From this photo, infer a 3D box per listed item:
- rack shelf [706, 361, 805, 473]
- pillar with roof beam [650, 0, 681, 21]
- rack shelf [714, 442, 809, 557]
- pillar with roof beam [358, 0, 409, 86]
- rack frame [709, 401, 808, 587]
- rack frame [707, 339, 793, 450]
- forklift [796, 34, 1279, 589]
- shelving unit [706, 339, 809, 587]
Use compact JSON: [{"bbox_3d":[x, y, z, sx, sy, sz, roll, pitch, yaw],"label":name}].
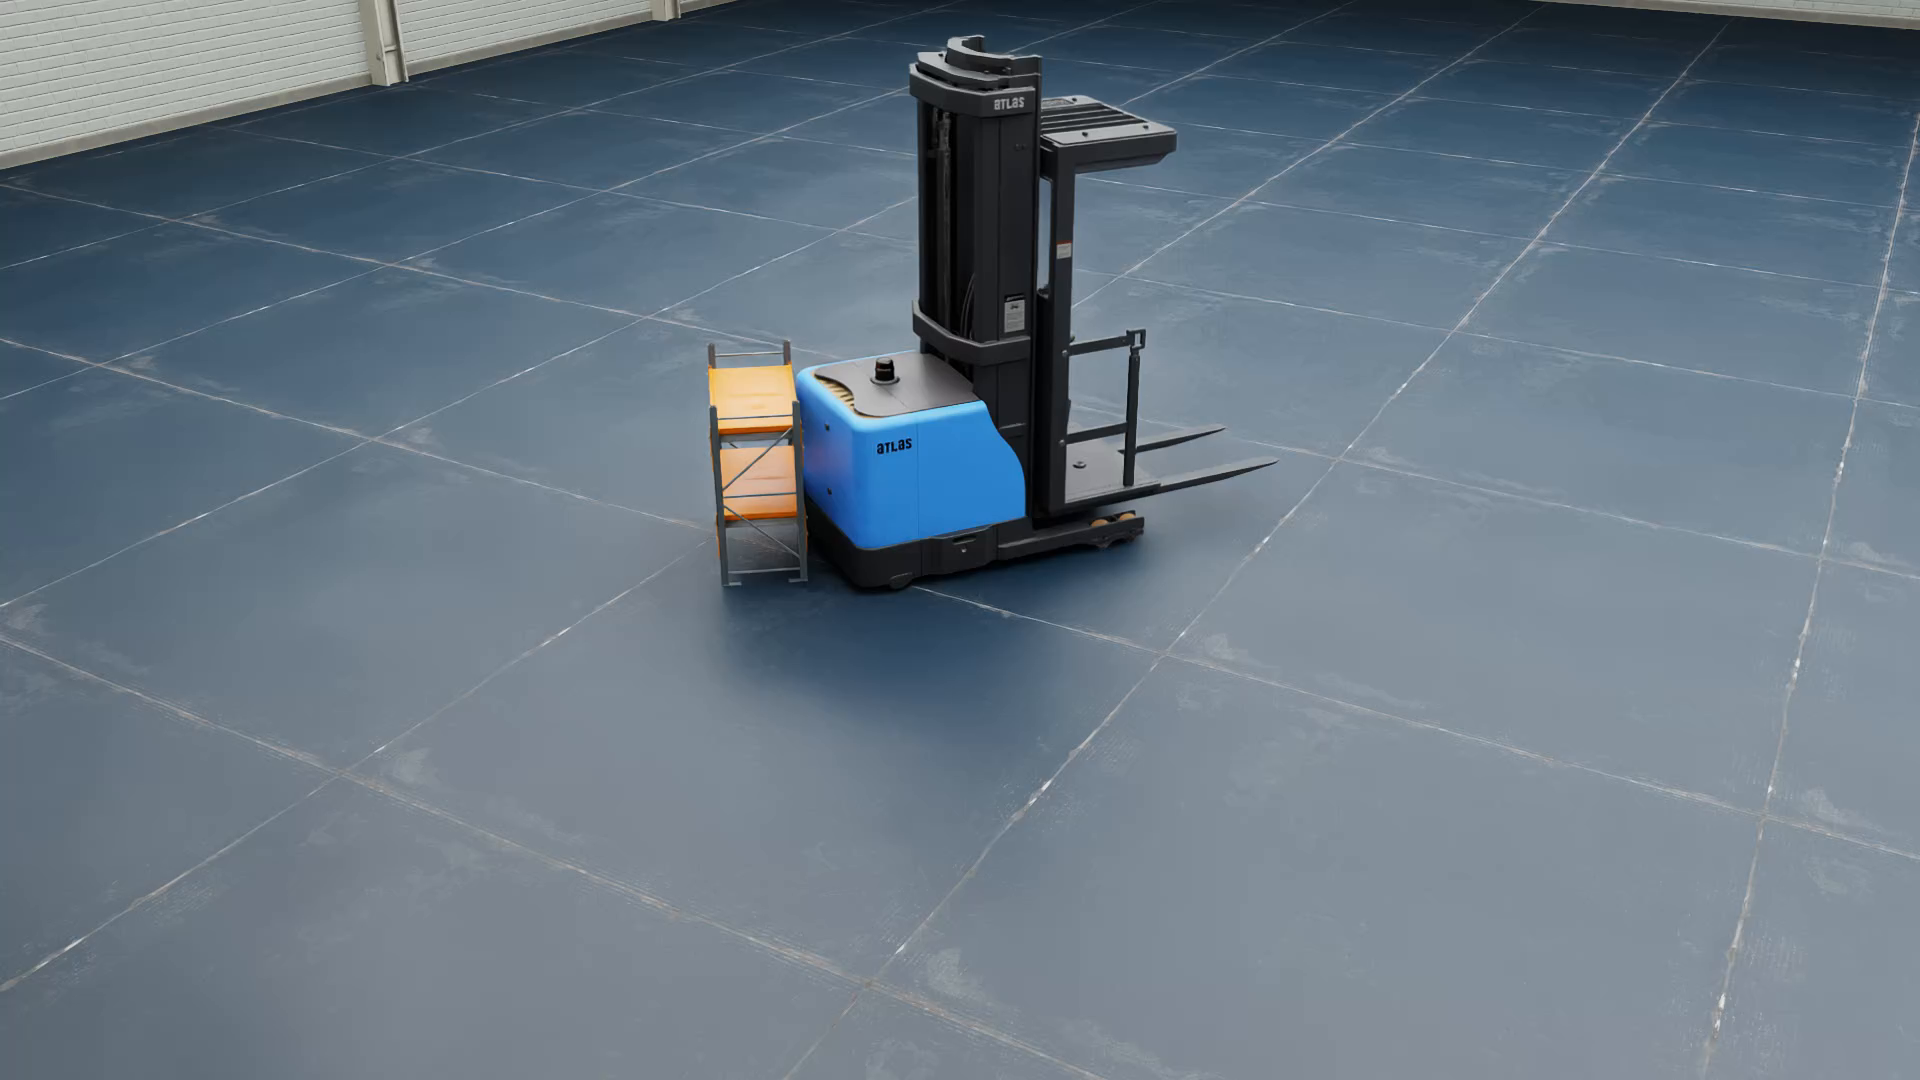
[{"bbox_3d":[-1.217,-0.741,9.819,0.538,0.278,1.000,-4,27,-7],"label":"rack shelf"},{"bbox_3d":[-1.100,-11.674,23.519,9.100,9.000,0.400,14,30,26],"label":"pillar with roof beam"},{"bbox_3d":[-1.217,-0.260,10.060,0.538,0.278,1.000,-4,27,-7],"label":"rack shelf"},{"bbox_3d":[-4.051,-9.336,18.848,9.100,9.000,0.400,14,30,26],"label":"pillar with roof beam"},{"bbox_3d":[-1.144,-0.254,9.500,0.500,1.125,0.032,-4,27,-7],"label":"rack frame"},{"bbox_3d":[-1.290,-0.704,10.400,0.500,1.125,0.032,-4,27,-7],"label":"rack frame"},{"bbox_3d":[0.568,-1.467,9.907,3.031,2.935,1.130,-12,29,-23],"label":"forklift"},{"bbox_3d":[-1.217,-0.479,9.950,0.538,1.125,1.048,-4,27,-7],"label":"shelving unit"}]
